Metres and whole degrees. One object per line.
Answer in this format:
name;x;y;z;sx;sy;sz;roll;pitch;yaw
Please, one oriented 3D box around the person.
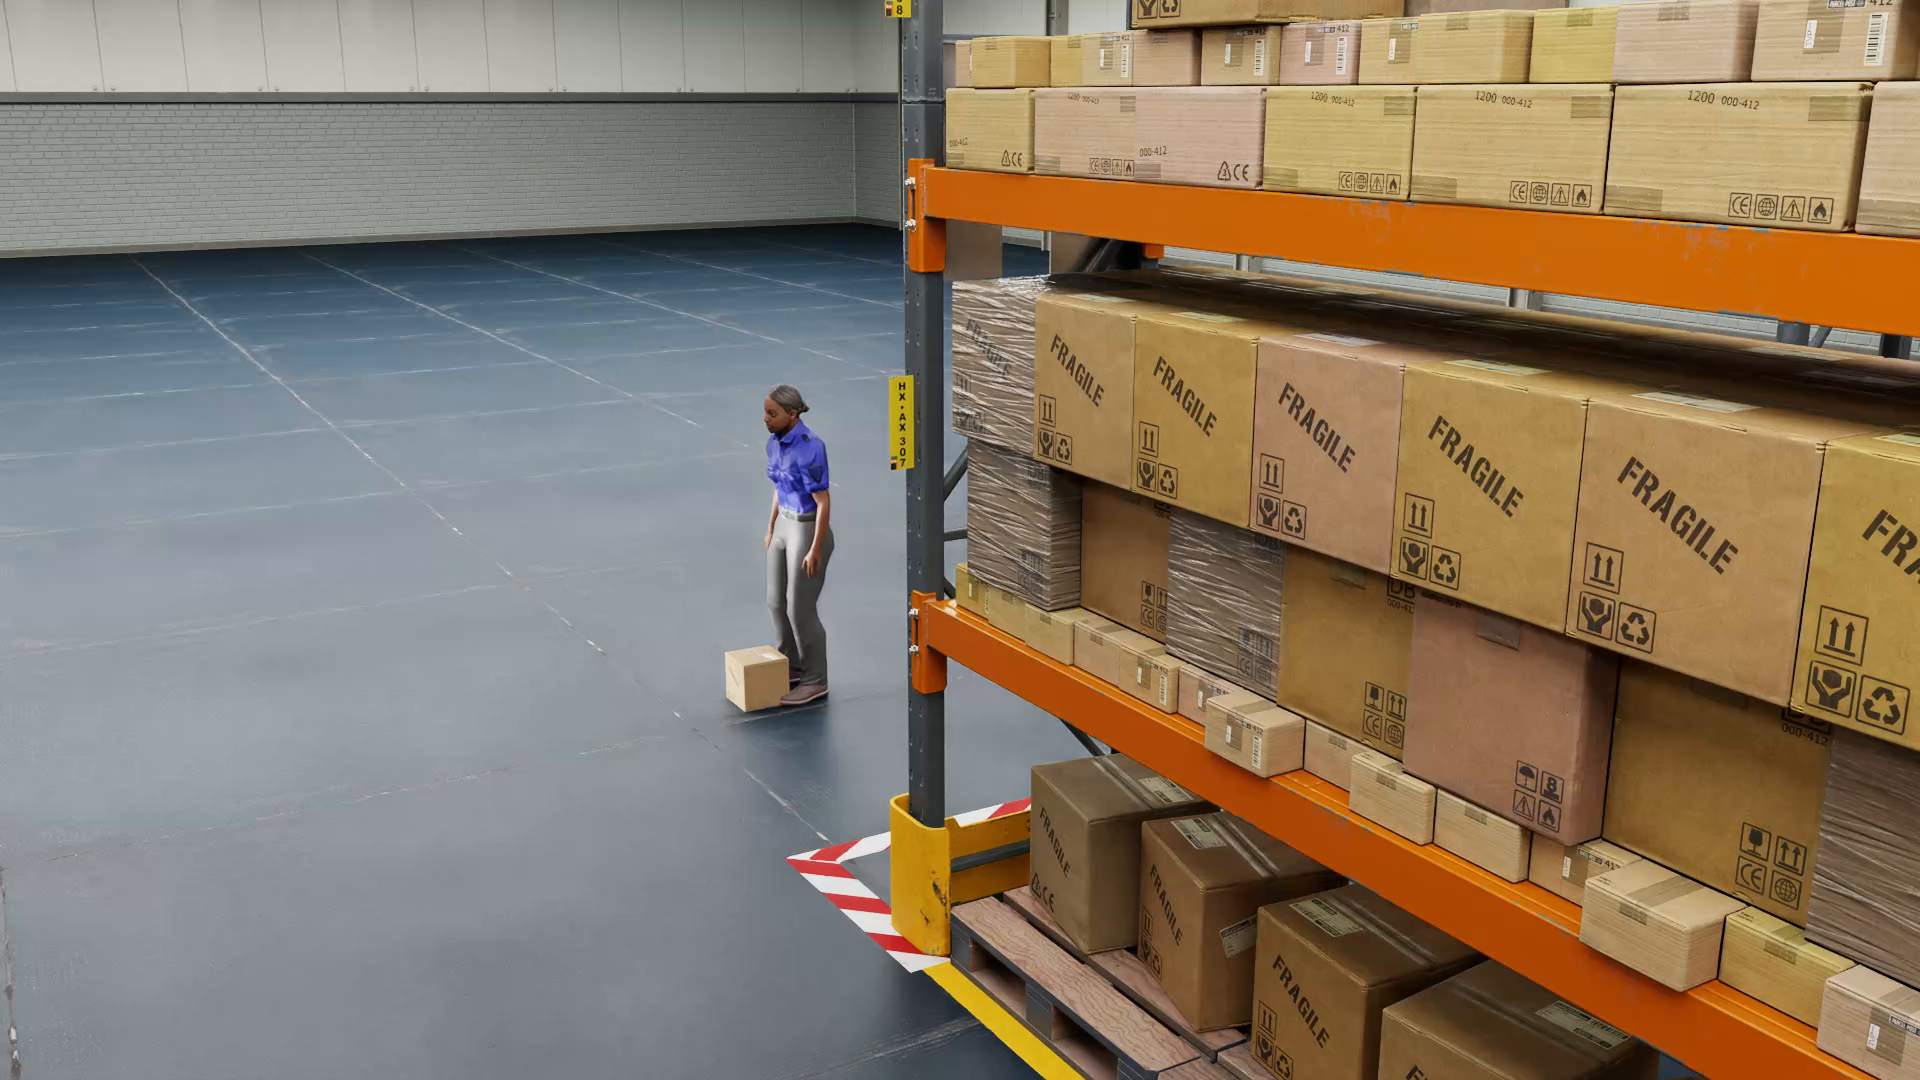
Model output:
person;-0.850;0.002;8.521;0.355;1.653;0.527;-10;18;-33
